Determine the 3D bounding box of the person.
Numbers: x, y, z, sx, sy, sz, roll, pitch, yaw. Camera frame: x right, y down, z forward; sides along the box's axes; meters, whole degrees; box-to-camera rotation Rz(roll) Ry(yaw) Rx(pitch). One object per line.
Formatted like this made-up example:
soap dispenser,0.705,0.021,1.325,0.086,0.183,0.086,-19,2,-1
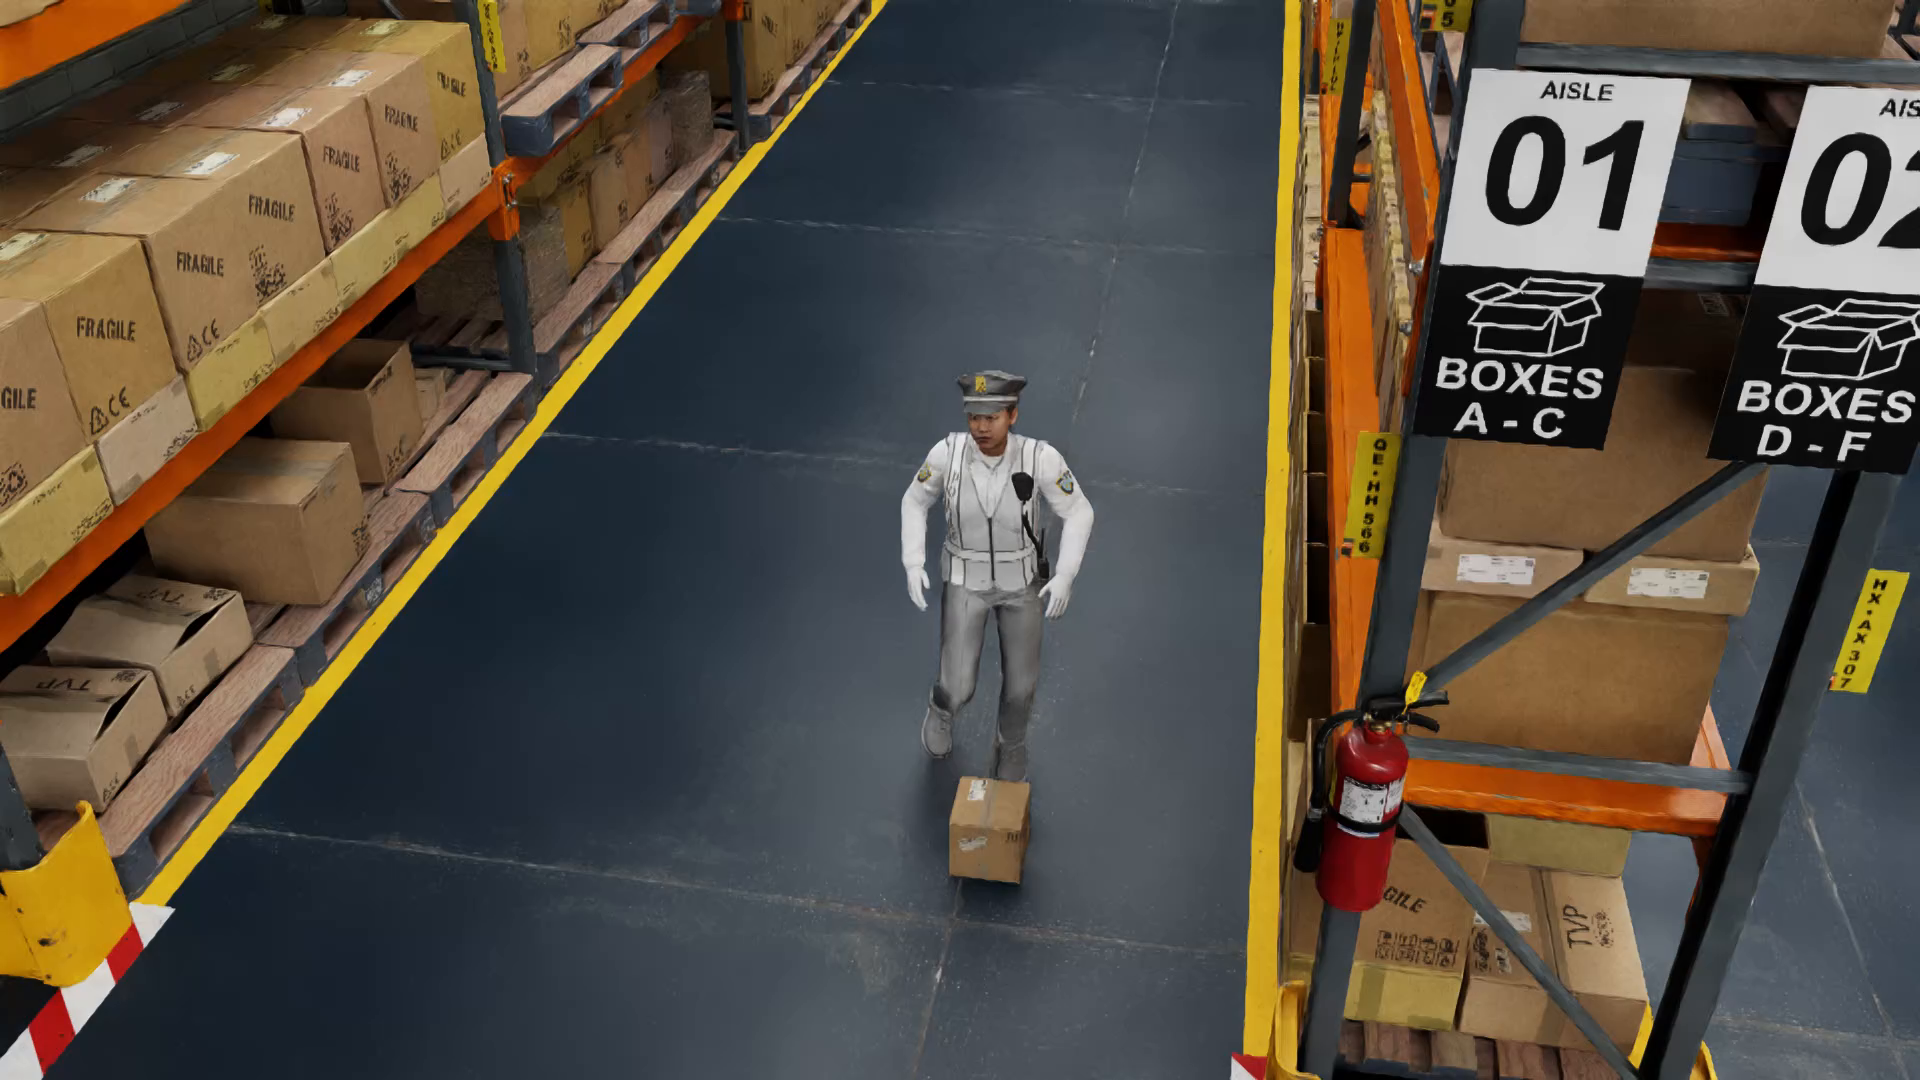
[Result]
person,0.131,0.167,5.873,0.675,1.663,0.467,-1,33,-1
